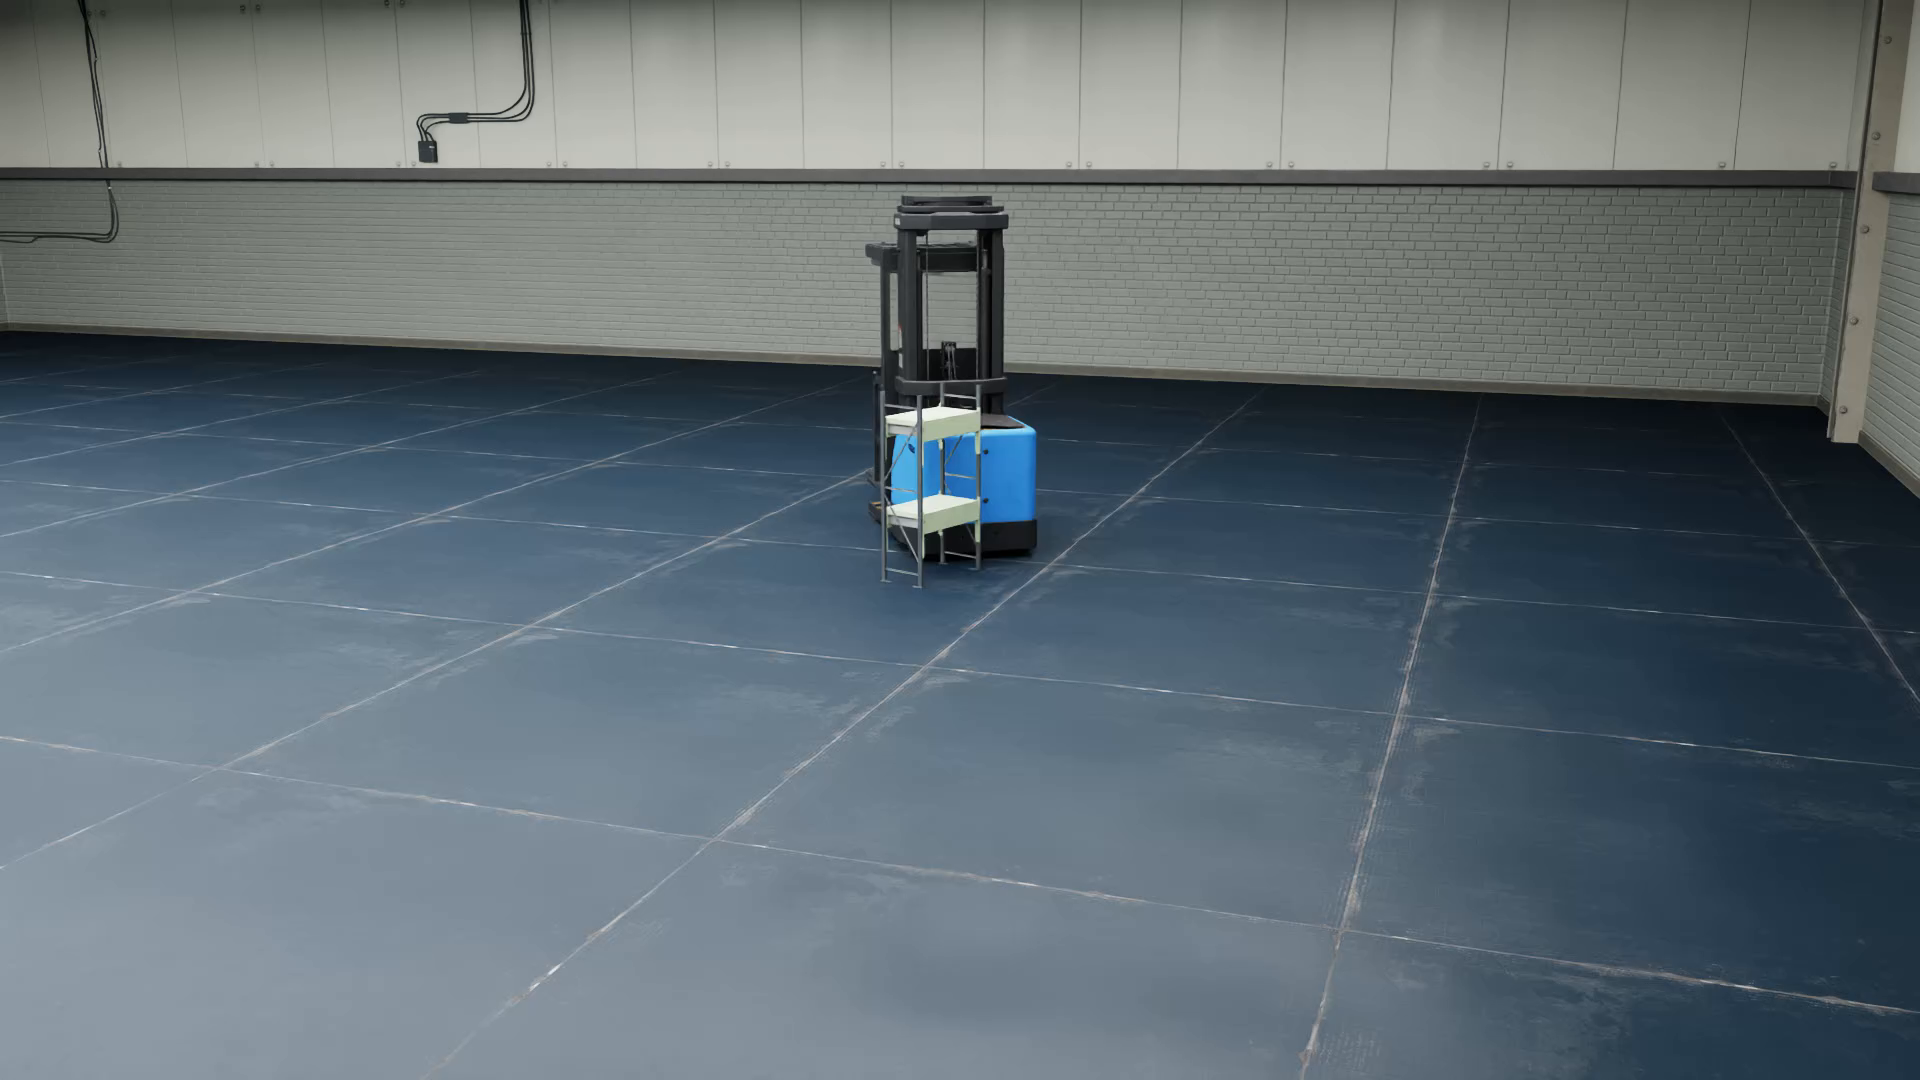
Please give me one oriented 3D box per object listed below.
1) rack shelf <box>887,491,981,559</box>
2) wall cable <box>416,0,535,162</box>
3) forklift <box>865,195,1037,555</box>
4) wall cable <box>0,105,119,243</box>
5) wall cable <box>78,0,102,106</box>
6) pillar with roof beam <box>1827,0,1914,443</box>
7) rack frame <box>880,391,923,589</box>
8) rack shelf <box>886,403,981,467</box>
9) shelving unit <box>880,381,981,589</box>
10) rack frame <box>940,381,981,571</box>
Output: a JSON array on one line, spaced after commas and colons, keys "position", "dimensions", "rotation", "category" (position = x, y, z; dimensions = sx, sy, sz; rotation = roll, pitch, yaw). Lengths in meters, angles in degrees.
[{"position": [-0.222, -0.129, 13.147], "dimensions": [0.431, 0.370, 0.720], "rotation": [10, 16, 37], "category": "rack shelf"}, {"position": [-8.172, -9.333, 27.515], "dimensions": [2.305, 6.003, 0.169], "rotation": [4, 14, 18], "category": "wall cable"}, {"position": [-0.218, -1.589, 14.865], "dimensions": [1.130, 2.935, 3.031], "rotation": [-3, 13, -14], "category": "forklift"}, {"position": [-17.150, -6.848, 31.248], "dimensions": [3.097, 2.526, 0.112], "rotation": [4, 14, 18], "category": "wall cable"}, {"position": [-14.590, -9.116, 29.832], "dimensions": [3.097, 2.526, 0.112], "rotation": [4, 14, 18], "category": "wall cable"}, {"position": [6.378, -5.879, 20.023], "dimensions": [9.100, 9.000, 0.400], "rotation": [4, 14, 18], "category": "pillar with roof beam"}, {"position": [-0.448, -0.383, 12.794], "dimensions": [0.400, 1.500, 0.023], "rotation": [10, 16, 37], "category": "rack frame"}, {"position": [-0.222, -0.827, 12.988], "dimensions": [0.431, 0.370, 0.720], "rotation": [10, 16, 37], "category": "rack shelf"}, {"position": [-0.222, -0.447, 13.075], "dimensions": [0.431, 1.500, 0.755], "rotation": [10, 16, 37], "category": "shelving unit"}, {"position": [0.003, -0.511, 13.355], "dimensions": [0.400, 1.500, 0.023], "rotation": [10, 16, 37], "category": "rack frame"}]
